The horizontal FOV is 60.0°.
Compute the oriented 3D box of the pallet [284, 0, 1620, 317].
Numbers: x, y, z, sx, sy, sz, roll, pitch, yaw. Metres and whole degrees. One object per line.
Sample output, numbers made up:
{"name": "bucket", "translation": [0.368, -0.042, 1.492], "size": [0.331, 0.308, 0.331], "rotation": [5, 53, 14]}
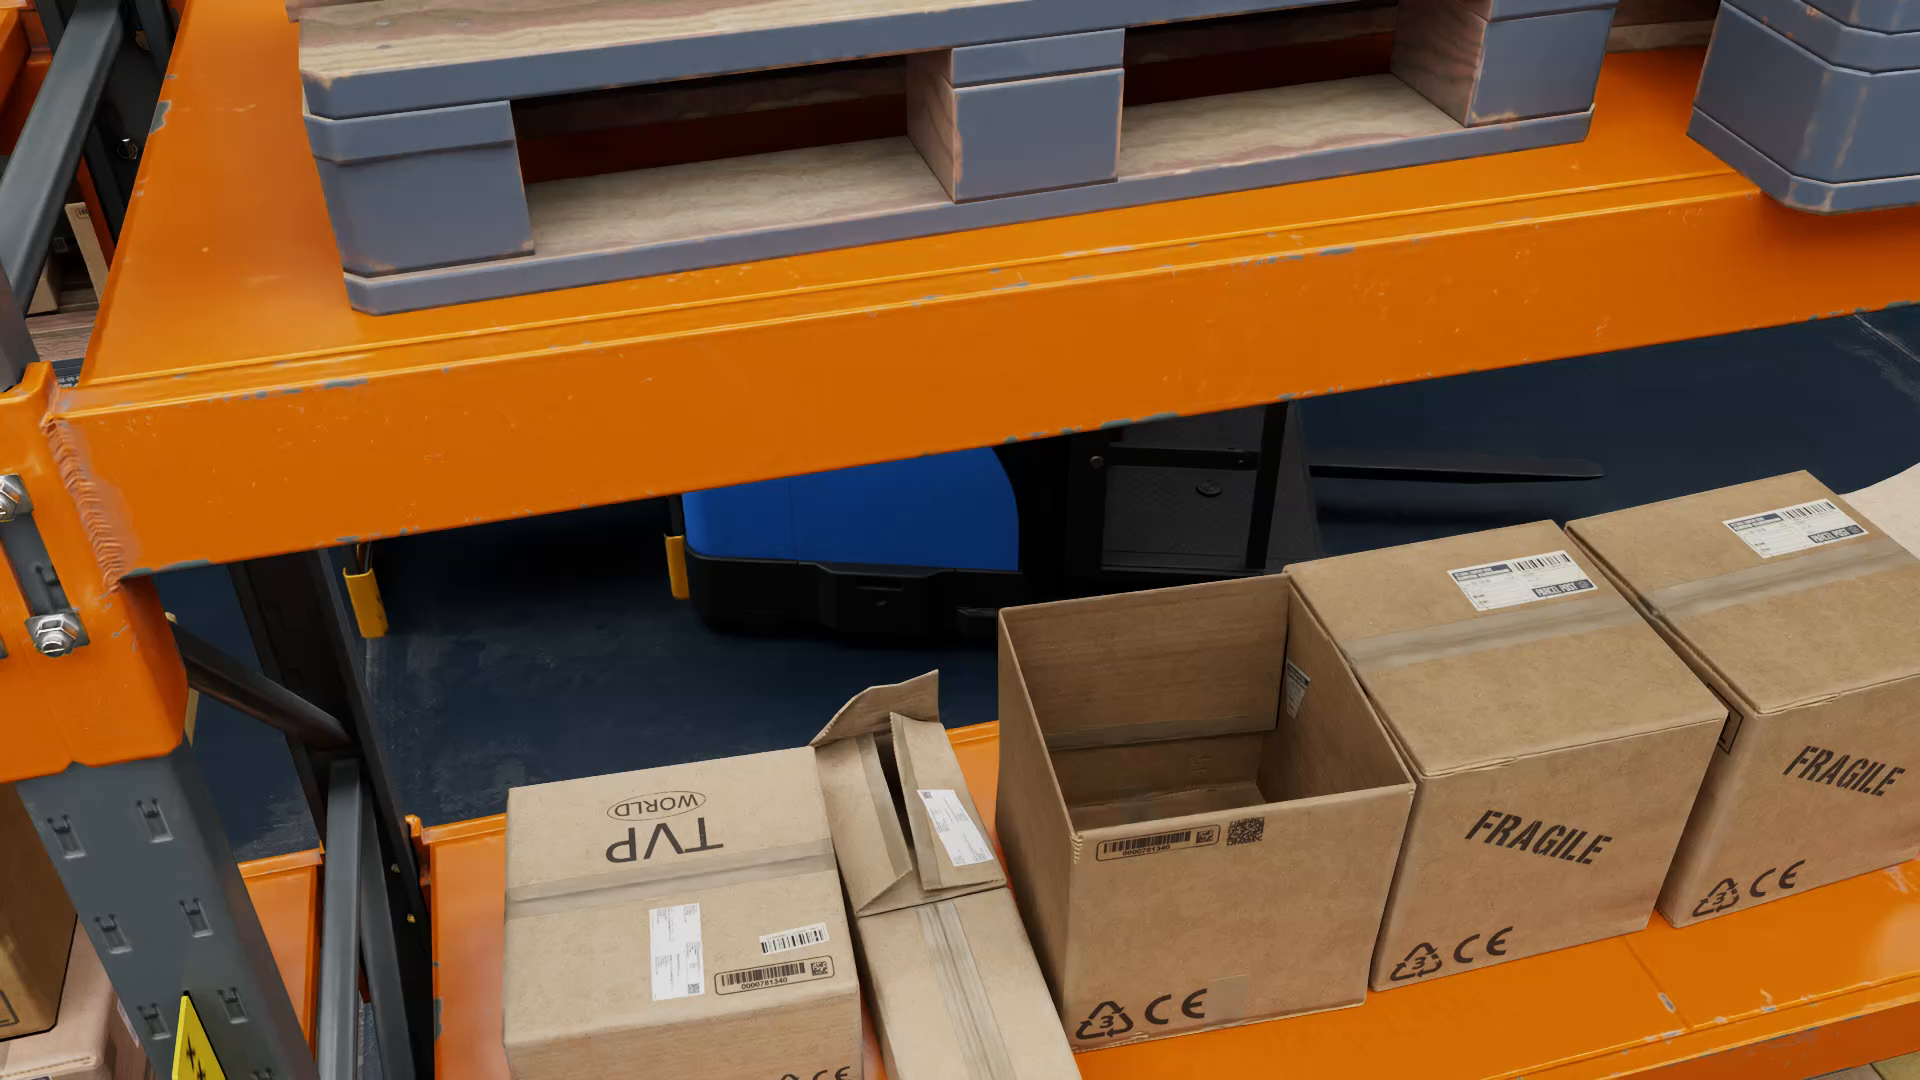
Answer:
{"name": "pallet", "translation": [-0.053, -0.604, 1.760], "size": [1.217, 0.209, 0.805], "rotation": [-11, 39, -14]}

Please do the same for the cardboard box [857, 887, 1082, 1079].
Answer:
{"name": "cardboard box", "translation": [0.007, 0.738, 2.524], "size": [0.250, 0.149, 0.380], "rotation": [-9, 38, -12]}

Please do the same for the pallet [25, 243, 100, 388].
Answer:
{"name": "pallet", "translation": [-4.016, -0.817, 6.644], "size": [1.213, 0.211, 1.003], "rotation": [-9, 38, -12]}

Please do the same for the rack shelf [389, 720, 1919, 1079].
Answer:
{"name": "rack shelf", "translation": [1.029, 0.627, 3.053], "size": [4.000, 0.370, 1.077], "rotation": [-9, 38, -12]}

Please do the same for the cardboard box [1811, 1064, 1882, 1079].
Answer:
{"name": "cardboard box", "translation": [1.530, 1.119, 3.274], "size": [0.500, 0.311, 0.500], "rotation": [-10, 38, -12]}

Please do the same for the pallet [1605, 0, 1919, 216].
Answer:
{"name": "pallet", "translation": [1.249, -0.753, 1.952], "size": [1.213, 0.211, 1.003], "rotation": [-8, 38, -10]}

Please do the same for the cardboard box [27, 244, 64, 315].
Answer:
{"name": "cardboard box", "translation": [-3.746, -1.048, 6.635], "size": [0.250, 0.149, 0.380], "rotation": [-12, 39, -16]}

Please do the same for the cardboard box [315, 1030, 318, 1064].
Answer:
{"name": "cardboard box", "translation": [-1.431, 1.176, 3.045], "size": [0.500, 0.500, 0.500], "rotation": [-9, 38, -12]}

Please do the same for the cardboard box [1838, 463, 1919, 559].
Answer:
{"name": "cardboard box", "translation": [2.046, 0.088, 3.239], "size": [0.500, 0.311, 0.500], "rotation": [-10, 38, -12]}

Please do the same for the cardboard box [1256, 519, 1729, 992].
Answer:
{"name": "cardboard box", "translation": [0.836, 0.344, 2.750], "size": [0.500, 0.500, 0.500], "rotation": [-9, 38, -12]}

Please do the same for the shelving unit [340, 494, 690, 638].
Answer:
{"name": "shelving unit", "translation": [-1.454, -0.519, 5.194], "size": [1.083, 1.500, 0.587], "rotation": [-7, 38, -9]}

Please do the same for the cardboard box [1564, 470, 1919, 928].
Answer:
{"name": "cardboard box", "translation": [1.344, 0.260, 2.859], "size": [0.500, 0.500, 0.500], "rotation": [-11, 39, -14]}

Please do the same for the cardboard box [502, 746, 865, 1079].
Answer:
{"name": "cardboard box", "translation": [-0.438, 0.614, 2.602], "size": [0.500, 0.250, 0.500], "rotation": [-7, 38, -9]}

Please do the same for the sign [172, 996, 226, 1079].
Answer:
{"name": "sign", "translation": [-0.755, 0.608, 1.708], "size": [0.005, 0.325, 0.100], "rotation": [-9, 38, -12]}

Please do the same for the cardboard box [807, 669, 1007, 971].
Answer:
{"name": "cardboard box", "translation": [-0.101, 0.465, 2.784], "size": [0.258, 0.266, 0.396], "rotation": [-10, 39, -13]}

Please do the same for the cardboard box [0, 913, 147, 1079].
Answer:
{"name": "cardboard box", "translation": [-1.108, 0.530, 1.973], "size": [0.250, 0.149, 0.380], "rotation": [-9, 38, -12]}

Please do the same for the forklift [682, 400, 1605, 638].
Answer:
{"name": "forklift", "translation": [0.670, -1.110, 4.789], "size": [3.031, 2.935, 1.130], "rotation": [3, 37, 3]}

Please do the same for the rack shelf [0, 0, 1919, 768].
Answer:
{"name": "rack shelf", "translation": [1.029, -0.564, 2.142], "size": [4.000, 0.370, 1.077], "rotation": [-9, 38, -12]}

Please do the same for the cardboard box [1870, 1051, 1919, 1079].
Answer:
{"name": "cardboard box", "translation": [2.019, 1.041, 3.376], "size": [0.500, 0.311, 0.500], "rotation": [-10, 39, -13]}

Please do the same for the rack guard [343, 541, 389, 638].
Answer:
{"name": "rack guard", "translation": [-1.942, 0.038, 5.495], "size": [0.087, 0.250, 0.587], "rotation": [-7, 38, -9]}

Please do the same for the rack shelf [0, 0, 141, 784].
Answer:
{"name": "rack shelf", "translation": [-2.832, 0.069, 1.314], "size": [4.000, 0.370, 1.077], "rotation": [-9, 38, -12]}

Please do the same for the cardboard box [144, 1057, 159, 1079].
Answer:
{"name": "cardboard box", "translation": [-1.328, 0.693, 2.293], "size": [0.500, 0.500, 0.700], "rotation": [-10, 39, -13]}

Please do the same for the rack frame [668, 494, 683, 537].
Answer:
{"name": "rack frame", "translation": [-0.964, -0.580, 5.273], "size": [0.032, 1.500, 0.500], "rotation": [-7, 38, -9]}

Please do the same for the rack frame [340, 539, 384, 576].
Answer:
{"name": "rack frame", "translation": [-1.961, -0.456, 5.112], "size": [0.032, 1.500, 0.500], "rotation": [-7, 38, -9]}

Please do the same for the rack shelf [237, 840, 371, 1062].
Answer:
{"name": "rack shelf", "translation": [-2.832, 1.261, 2.225], "size": [4.000, 0.370, 1.077], "rotation": [-9, 38, -12]}

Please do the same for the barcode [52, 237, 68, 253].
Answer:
{"name": "barcode", "translation": [-3.658, -1.194, 6.735], "size": [0.075, 0.075, 0.001], "rotation": [-9, 38, -12]}

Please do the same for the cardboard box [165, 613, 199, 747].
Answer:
{"name": "cardboard box", "translation": [-1.212, 0.290, 2.286], "size": [0.250, 0.149, 0.380], "rotation": [-9, 38, -12]}

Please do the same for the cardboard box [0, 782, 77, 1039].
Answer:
{"name": "cardboard box", "translation": [-1.328, 0.177, 1.899], "size": [0.500, 0.500, 0.700], "rotation": [-9, 38, -12]}

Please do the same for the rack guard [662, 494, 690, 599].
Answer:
{"name": "rack guard", "translation": [-0.966, -0.083, 5.653], "size": [0.087, 0.250, 0.587], "rotation": [-7, 38, -9]}

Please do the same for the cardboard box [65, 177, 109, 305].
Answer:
{"name": "cardboard box", "translation": [-3.188, -1.241, 6.598], "size": [0.500, 0.500, 0.500], "rotation": [-12, 39, -15]}

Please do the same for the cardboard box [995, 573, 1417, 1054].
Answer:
{"name": "cardboard box", "translation": [0.353, 0.423, 2.646], "size": [0.500, 0.500, 0.500], "rotation": [-7, 38, -9]}
